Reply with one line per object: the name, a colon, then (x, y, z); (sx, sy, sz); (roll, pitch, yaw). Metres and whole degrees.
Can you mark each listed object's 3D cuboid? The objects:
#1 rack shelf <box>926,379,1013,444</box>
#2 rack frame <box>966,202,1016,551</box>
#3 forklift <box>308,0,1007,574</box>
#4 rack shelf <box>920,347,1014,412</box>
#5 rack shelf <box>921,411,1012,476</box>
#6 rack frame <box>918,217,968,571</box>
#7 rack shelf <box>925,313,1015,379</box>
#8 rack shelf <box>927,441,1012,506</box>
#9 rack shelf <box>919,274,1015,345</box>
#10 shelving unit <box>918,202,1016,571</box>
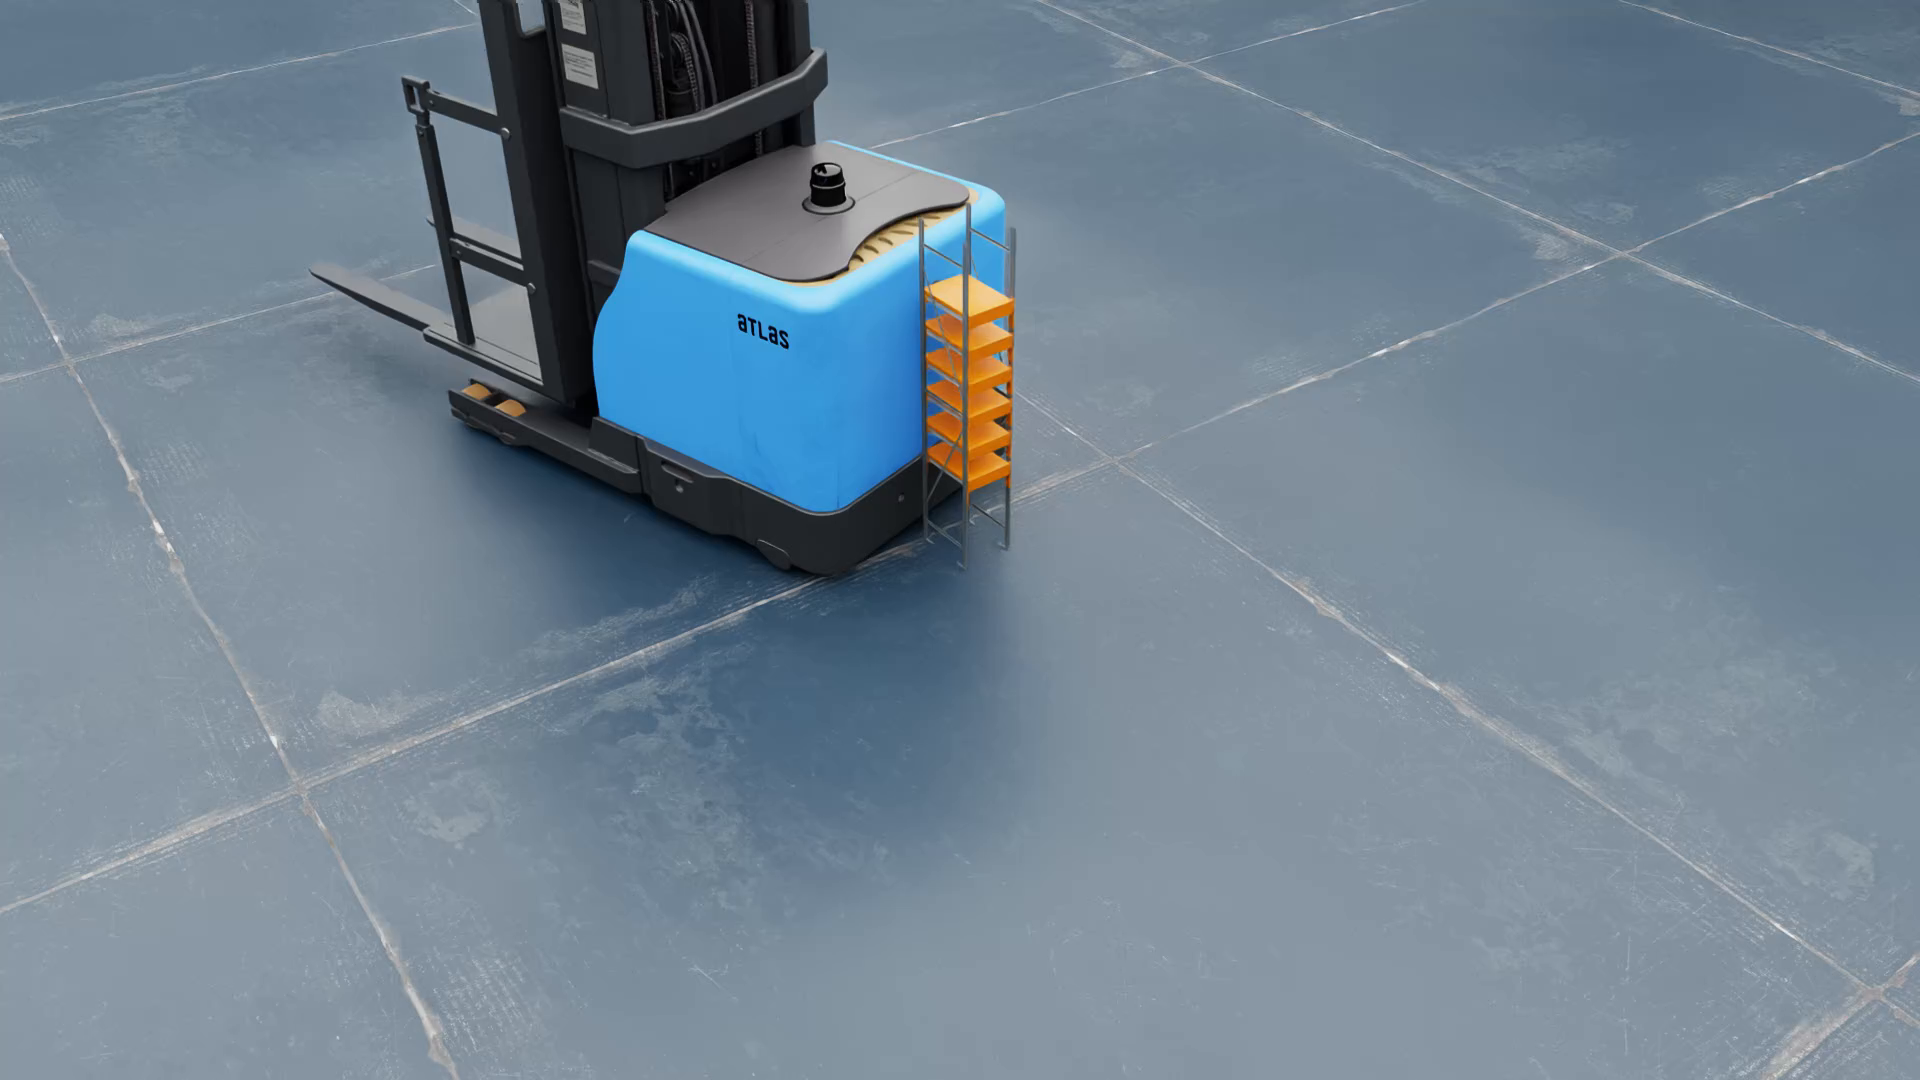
rack shelf: (0.021, -0.435, 5.404); (0.180, 0.103, 0.258); (-24, 42, -30)
rack frame: (0.094, -0.504, 5.423); (0.006, 1.200, 0.240); (-24, 42, -30)
forklift: (-1.315, -1.769, 5.699); (3.031, 2.935, 1.130); (24, 42, 29)
rack shelf: (0.021, -0.533, 5.334); (0.180, 0.103, 0.258); (-24, 42, -30)
rack shelf: (0.021, -0.338, 5.474); (0.180, 0.103, 0.258); (-24, 42, -30)
rack frame: (-0.051, -0.439, 5.332); (0.006, 1.200, 0.240); (-24, 42, -30)
rack shelf: (0.021, -0.630, 5.264); (0.180, 0.103, 0.258); (-24, 42, -30)
rack shelf: (0.021, -0.241, 5.544); (0.180, 0.103, 0.258); (-24, 42, -30)
rack shelf: (0.021, -0.728, 5.194); (0.180, 0.103, 0.258); (-24, 42, -30)
shelving unit: (0.021, -0.471, 5.378); (0.189, 1.200, 0.258); (-24, 42, -30)
